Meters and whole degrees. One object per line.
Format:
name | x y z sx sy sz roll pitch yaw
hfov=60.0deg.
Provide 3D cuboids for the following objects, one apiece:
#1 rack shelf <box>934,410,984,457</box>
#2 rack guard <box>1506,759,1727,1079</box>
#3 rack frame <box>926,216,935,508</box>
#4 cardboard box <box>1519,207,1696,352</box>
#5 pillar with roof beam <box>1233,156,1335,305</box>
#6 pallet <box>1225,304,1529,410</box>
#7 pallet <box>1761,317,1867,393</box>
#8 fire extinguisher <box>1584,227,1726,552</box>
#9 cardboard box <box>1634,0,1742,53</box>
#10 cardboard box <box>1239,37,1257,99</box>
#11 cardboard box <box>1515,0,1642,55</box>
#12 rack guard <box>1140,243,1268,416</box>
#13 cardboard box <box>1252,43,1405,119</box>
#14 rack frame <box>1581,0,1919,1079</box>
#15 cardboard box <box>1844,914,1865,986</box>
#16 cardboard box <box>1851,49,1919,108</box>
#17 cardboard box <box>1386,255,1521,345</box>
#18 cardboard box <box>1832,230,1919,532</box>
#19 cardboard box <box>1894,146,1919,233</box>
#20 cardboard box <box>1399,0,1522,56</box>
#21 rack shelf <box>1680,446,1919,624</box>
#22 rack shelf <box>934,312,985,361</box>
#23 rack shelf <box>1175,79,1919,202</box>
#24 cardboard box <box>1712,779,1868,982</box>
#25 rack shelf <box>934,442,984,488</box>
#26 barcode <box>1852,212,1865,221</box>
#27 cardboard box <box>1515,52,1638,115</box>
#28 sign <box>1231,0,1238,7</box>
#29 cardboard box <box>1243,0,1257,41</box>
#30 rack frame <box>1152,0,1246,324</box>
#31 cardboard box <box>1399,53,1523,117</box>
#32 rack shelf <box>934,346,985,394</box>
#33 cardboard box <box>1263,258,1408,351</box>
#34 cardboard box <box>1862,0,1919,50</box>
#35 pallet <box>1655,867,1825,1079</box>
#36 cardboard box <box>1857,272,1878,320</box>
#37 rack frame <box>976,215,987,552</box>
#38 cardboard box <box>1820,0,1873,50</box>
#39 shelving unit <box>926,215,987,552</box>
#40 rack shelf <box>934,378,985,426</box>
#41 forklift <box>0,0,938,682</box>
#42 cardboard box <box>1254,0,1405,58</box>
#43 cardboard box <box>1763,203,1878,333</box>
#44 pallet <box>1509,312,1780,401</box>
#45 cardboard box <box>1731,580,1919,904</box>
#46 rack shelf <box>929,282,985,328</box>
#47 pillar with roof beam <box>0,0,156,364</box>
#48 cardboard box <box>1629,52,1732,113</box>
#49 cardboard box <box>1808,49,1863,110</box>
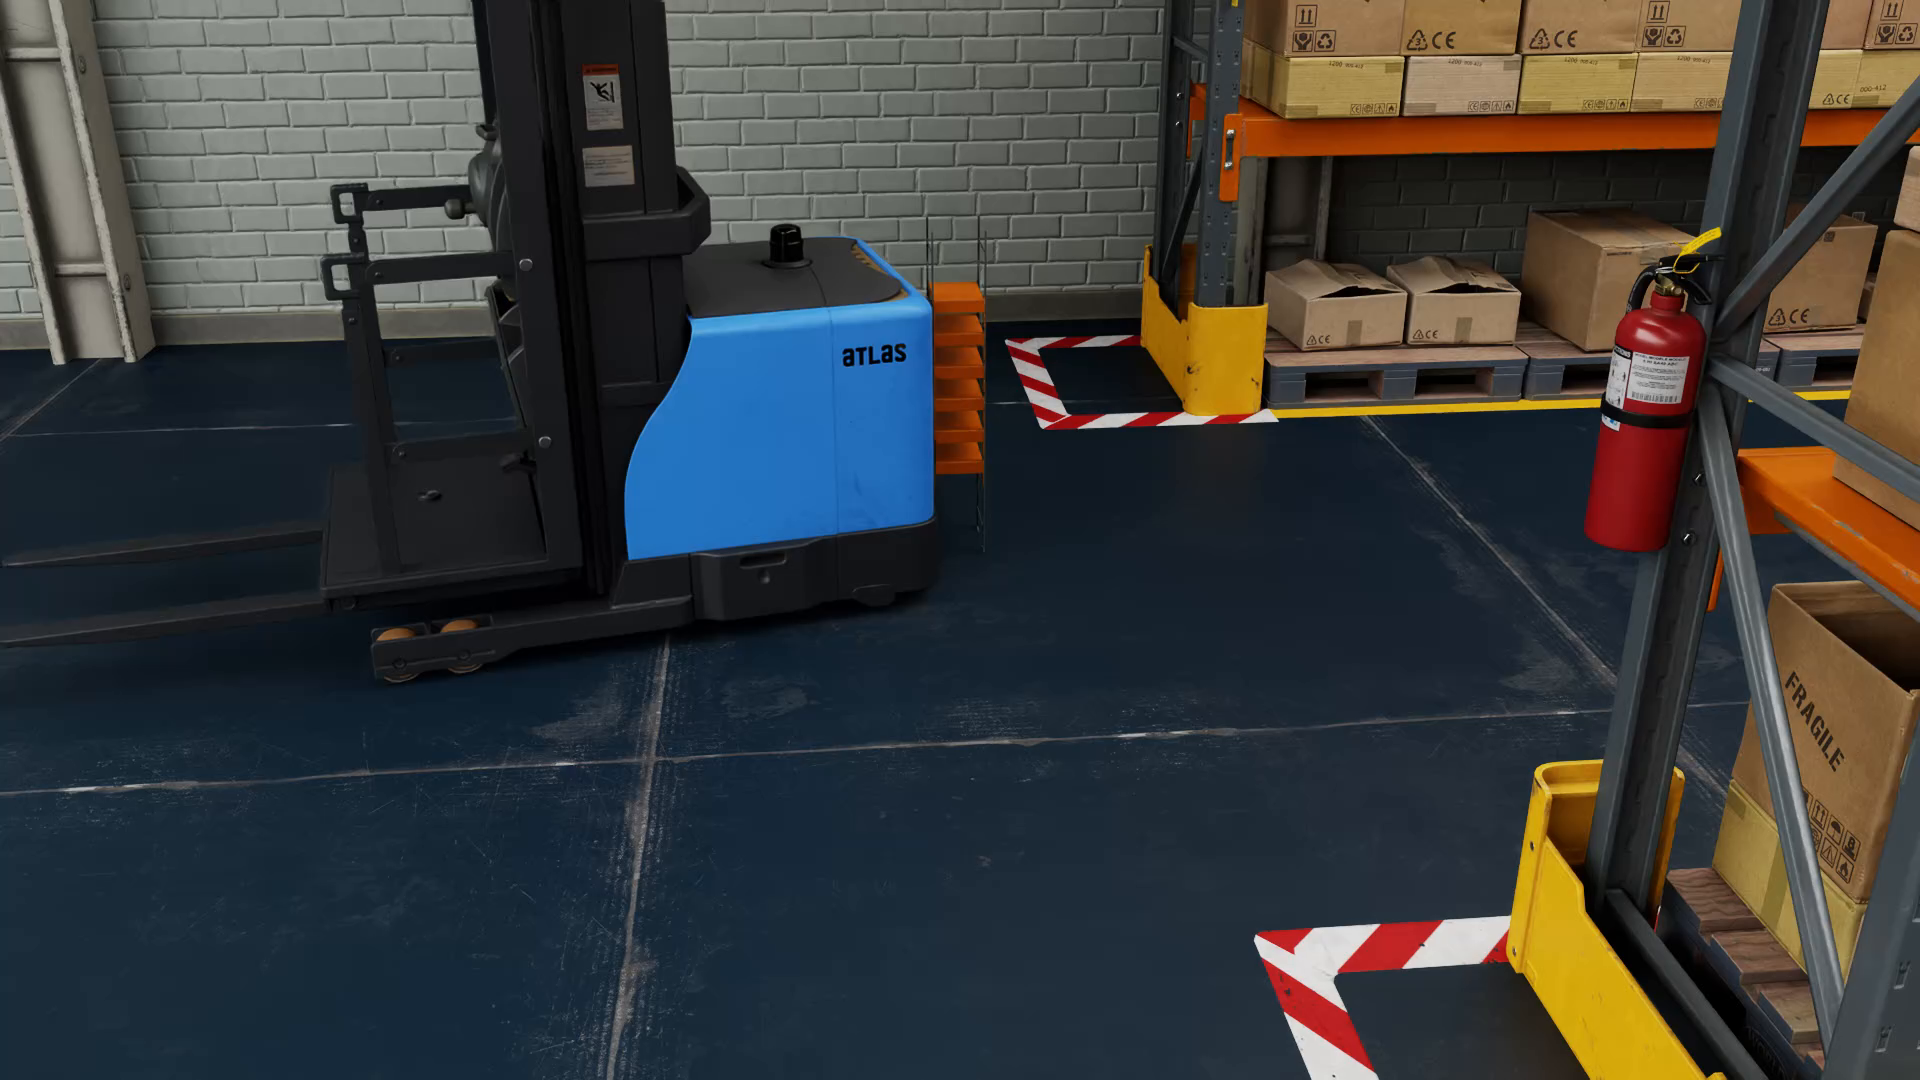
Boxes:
rack shelf | -0.014 -0.397 6.072 0.180 0.103 0.258 -2 24 -5
rack guard | 1.538 0.977 3.436 0.348 0.500 1.175 -2 24 -5
rack frame | -0.105 -0.544 5.997 0.006 1.200 0.240 -2 24 -5
cardboard box | 3.071 -1.250 7.905 0.500 0.500 0.700 -4 24 -8
pillar with roof beam | 2.106 -3.547 3.151 0.400 9.000 9.100 -2 24 -5
pallet | 1.959 -0.915 8.049 1.213 0.211 1.003 -2 24 -5
pallet | 4.387 -1.013 8.268 1.213 0.211 1.003 -2 24 -5
fire extinguisher | 1.398 -0.314 3.358 0.183 0.674 0.296 -2 24 -5
cardboard box | 3.096 -2.408 7.212 0.500 0.500 0.500 -2 24 -3
cardboard box | 1.517 -2.206 7.680 0.500 0.250 0.500 -2 24 -4
cardboard box | 2.583 -2.383 7.155 0.500 0.500 0.500 -3 24 -7
rack guard | 1.147 -1.029 7.950 0.348 0.500 1.175 -2 24 -5
cardboard box | 1.588 -2.000 7.217 0.500 0.250 0.500 -3 24 -7
rack frame | 1.562 -0.166 2.931 0.127 3.000 1.000 -2 24 -5
cardboard box | 2.117 0.967 3.250 0.500 0.250 0.500 -2 24 -5
cardboard box | 4.113 -2.111 7.465 0.500 0.250 0.500 -2 24 -5
cardboard box | 2.336 -1.155 7.923 0.500 0.311 0.500 0 24 -1
cardboard box | 2.027 -0.225 2.941 0.500 0.500 0.700 -2 24 -5
cardboard box | 1.923 -0.601 2.986 0.250 0.149 0.380 -3 24 -6
cardboard box | 2.068 -2.365 7.114 0.500 0.500 0.500 -2 24 -5
rack shelf | 3.552 0.083 3.256 4.000 0.370 1.077 -2 24 -5
rack shelf | -0.014 -0.726 5.926 0.180 0.103 0.258 -2 24 -5
rack shelf | 3.061 -1.919 7.761 4.000 0.370 1.077 -2 24 -5
cardboard box | 2.066 0.758 3.721 0.500 0.250 0.500 -2 24 -5
rack shelf | -0.014 -0.288 6.121 0.180 0.103 0.258 -2 24 -5
barcode | 4.491 -1.608 8.317 0.075 0.075 0.001 -2 24 -5
cardboard box | 2.611 -2.044 7.317 0.500 0.250 0.500 -3 24 -6
sign | 1.125 -2.345 6.766 0.005 0.325 0.100 -2 24 -5
cardboard box | 1.519 -2.556 7.545 0.500 0.500 0.500 -3 24 -6
rack frame | 1.071 -2.168 7.435 0.127 3.000 1.000 -2 24 -5
cardboard box | 2.103 -2.027 7.276 0.500 0.250 0.500 -3 24 -7
rack shelf | -0.014 -0.617 5.974 0.180 0.103 0.258 -2 24 -5
cardboard box | 1.768 -1.132 7.872 0.500 0.311 0.500 -5 24 -11
cardboard box | 4.115 -2.445 7.295 0.500 0.500 0.500 -2 24 -5
pallet | 2.319 1.061 3.604 1.213 0.211 1.003 -2 24 -5
cardboard box | 4.522 -1.201 8.205 0.250 0.166 0.380 -5 25 -12
rack frame | 0.077 -0.551 6.013 0.006 1.200 0.240 -2 24 -5
cardboard box | 3.613 -2.429 7.259 0.500 0.500 0.500 -3 24 -7
shelving unit | -0.014 -0.548 6.005 0.189 1.200 0.258 -2 24 -5
rack shelf | -0.014 -0.507 6.023 0.180 0.103 0.258 -2 24 -5
forklift | -1.651 -1.132 5.187 3.031 2.935 1.130 -7 25 -16
cardboard box | 1.576 -2.349 7.079 0.500 0.500 0.500 -2 24 -5
cardboard box | 4.023 -1.329 8.083 0.500 0.500 0.500 -4 24 -9
pallet | 3.170 -0.963 8.156 1.213 0.211 1.003 -2 24 -5
cardboard box | 2.066 0.414 3.570 0.500 0.500 0.500 -2 24 -5
rack shelf | -0.014 -0.836 5.877 0.180 0.103 0.258 -2 24 -5
pillar with roof beam | -3.865 -3.308 2.612 0.400 9.000 9.100 -2 24 -5
cardboard box | 3.114 -2.064 7.360 0.500 0.250 0.500 -2 24 -5
cardboard box | 3.614 -2.084 7.406 0.500 0.250 0.500 -2 24 -5
